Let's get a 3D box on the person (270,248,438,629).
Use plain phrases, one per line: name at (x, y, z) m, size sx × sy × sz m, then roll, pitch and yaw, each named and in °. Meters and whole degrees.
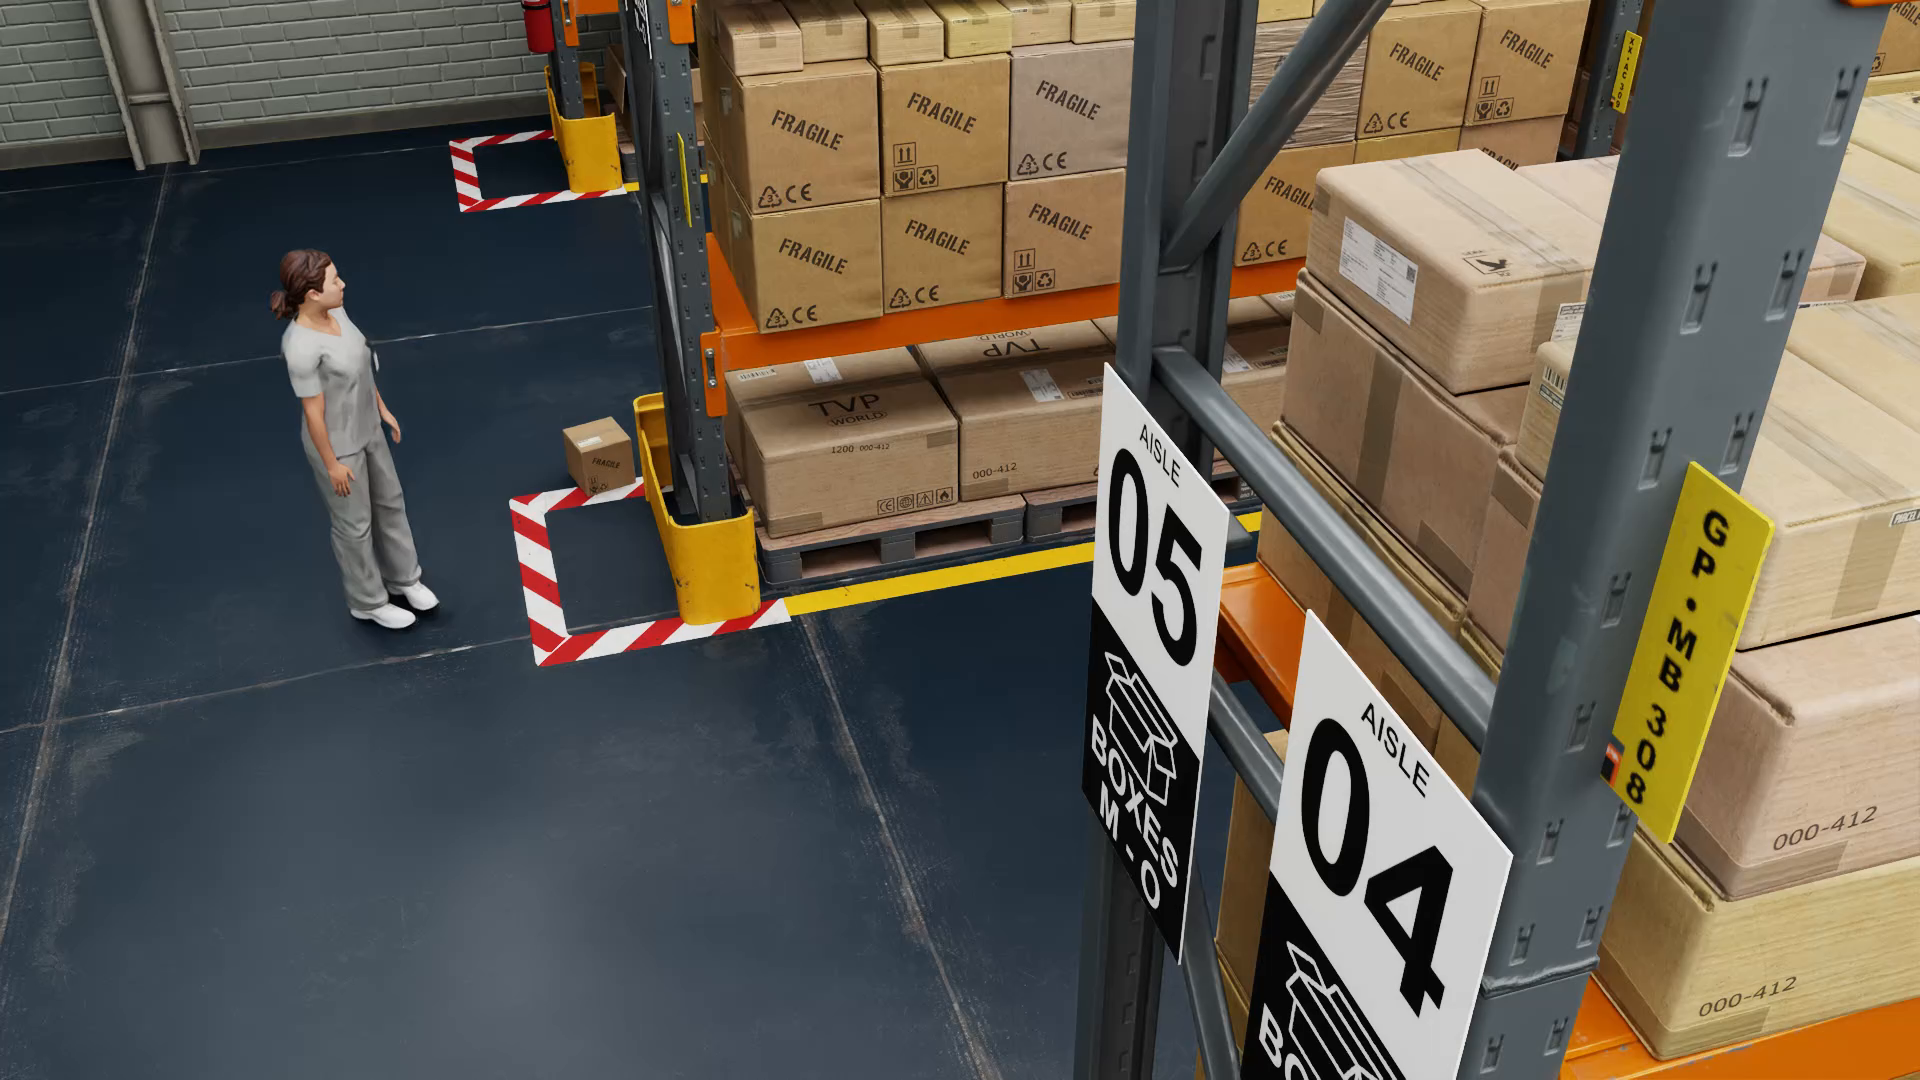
person at (-2.439, -0.391, 6.692) m, size 0.385 × 1.683 × 0.465 m, roll 4°, pitch 34°, yaw 6°
